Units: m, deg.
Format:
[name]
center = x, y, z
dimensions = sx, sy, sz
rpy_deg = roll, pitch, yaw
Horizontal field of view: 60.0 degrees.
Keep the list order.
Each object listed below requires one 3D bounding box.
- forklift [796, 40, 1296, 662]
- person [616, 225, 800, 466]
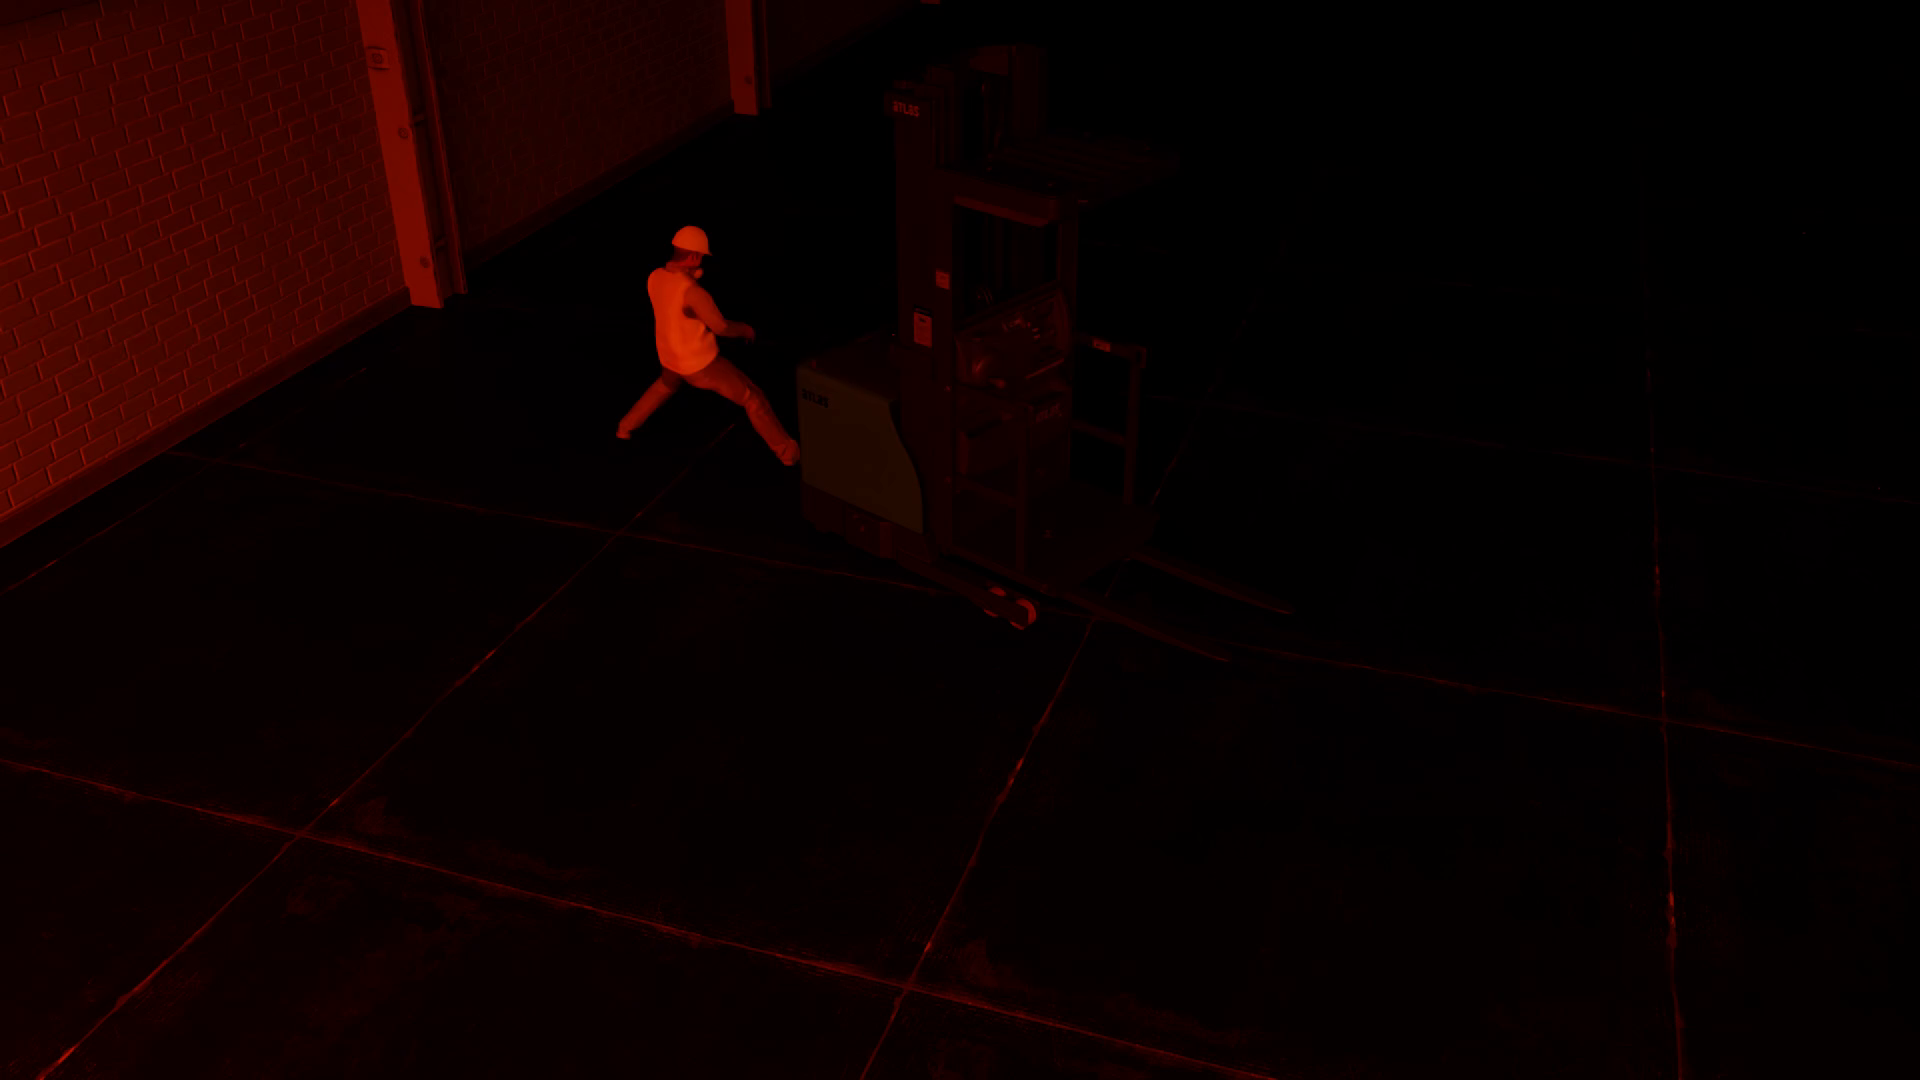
[forklift]
center = 0.459, -1.074, 9.021
dimensions = 3.031, 2.935, 1.130
rpy_deg = 23, 37, 35
[person]
center = -1.672, -1.312, 10.810
dimensions = 0.929, 1.570, 1.225
rpy_deg = -25, 38, -37
